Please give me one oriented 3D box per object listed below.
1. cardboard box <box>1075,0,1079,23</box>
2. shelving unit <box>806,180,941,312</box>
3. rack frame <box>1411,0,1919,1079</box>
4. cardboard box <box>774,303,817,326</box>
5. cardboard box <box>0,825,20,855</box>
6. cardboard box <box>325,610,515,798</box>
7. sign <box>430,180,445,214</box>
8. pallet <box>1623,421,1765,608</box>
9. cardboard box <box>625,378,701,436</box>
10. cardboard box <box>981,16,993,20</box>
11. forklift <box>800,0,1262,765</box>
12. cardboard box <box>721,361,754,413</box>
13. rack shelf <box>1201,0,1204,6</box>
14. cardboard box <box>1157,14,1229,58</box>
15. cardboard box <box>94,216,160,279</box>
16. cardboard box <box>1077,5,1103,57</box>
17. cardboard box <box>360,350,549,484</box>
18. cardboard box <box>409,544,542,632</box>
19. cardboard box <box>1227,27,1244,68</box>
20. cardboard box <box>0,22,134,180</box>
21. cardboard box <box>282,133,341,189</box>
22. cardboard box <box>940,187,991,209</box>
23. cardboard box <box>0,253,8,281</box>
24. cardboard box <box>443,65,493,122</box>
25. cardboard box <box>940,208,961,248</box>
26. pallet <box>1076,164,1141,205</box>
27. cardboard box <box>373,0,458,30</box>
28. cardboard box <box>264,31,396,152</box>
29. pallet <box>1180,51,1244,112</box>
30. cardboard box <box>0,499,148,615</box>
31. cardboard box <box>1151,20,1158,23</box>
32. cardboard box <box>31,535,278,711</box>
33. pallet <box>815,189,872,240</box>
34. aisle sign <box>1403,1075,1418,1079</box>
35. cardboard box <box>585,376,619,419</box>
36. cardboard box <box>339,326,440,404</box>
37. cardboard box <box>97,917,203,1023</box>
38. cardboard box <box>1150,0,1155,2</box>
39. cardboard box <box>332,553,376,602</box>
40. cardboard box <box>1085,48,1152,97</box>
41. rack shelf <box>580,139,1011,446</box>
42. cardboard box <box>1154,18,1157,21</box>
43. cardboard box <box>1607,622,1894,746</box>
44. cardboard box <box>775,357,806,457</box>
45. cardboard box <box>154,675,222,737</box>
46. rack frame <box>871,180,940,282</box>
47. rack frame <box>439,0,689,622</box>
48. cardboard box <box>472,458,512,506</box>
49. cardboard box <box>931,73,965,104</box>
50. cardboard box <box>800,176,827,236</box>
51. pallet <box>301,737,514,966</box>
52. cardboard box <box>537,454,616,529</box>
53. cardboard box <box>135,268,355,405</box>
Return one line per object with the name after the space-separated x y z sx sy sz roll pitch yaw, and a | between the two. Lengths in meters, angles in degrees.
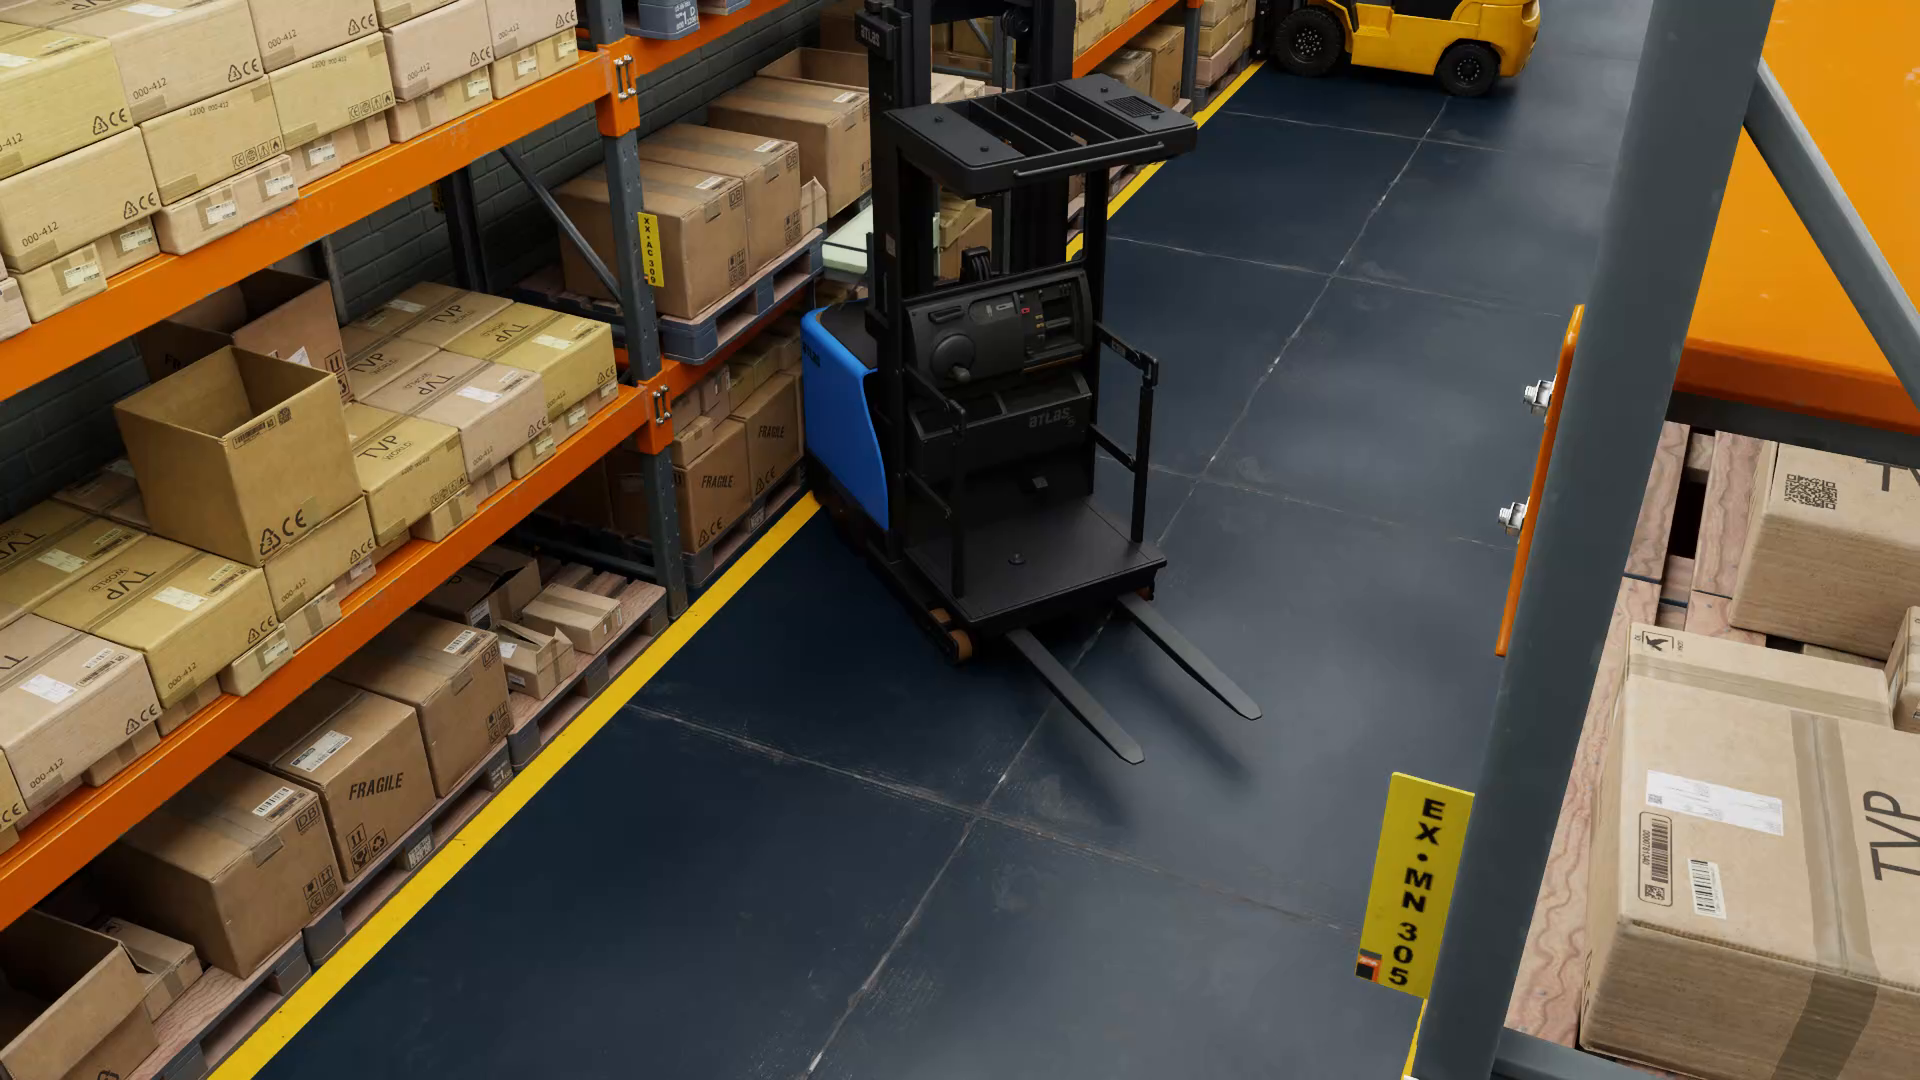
0.469 -3.552 11.113 0.500 0.250 0.500 15 36 22 | cardboard box
-0.451 -1.139 8.989 0.431 1.500 0.755 15 38 21 | shelving unit
1.011 -0.380 1.123 0.949 2.616 0.053 14 36 20 | rack frame
-0.941 -1.184 9.125 0.380 0.149 0.250 15 36 22 | cardboard box
-3.044 0.859 4.933 0.380 0.149 0.250 15 36 22 | cardboard box
-2.326 0.645 6.927 0.700 0.500 0.500 13 35 19 | cardboard box
-2.328 -1.610 7.413 0.100 0.325 0.005 14 36 20 | sign
1.824 -0.070 3.466 1.003 0.211 1.213 14 36 20 | pallet
-1.485 -0.657 8.051 0.380 0.149 0.250 14 36 20 | cardboard box
0.252 -3.396 10.511 0.380 0.149 0.250 15 36 22 | cardboard box
0.297 -0.923 7.485 1.130 2.935 3.031 -16 37 -23 | forklift
-1.288 -0.805 8.547 0.380 0.149 0.250 12 35 18 | cardboard box
2.362 -5.679 15.332 1.077 0.370 4.000 14 36 20 | rack shelf
2.008 -4.389 14.377 0.500 0.250 0.500 14 36 20 | cardboard box
-2.594 -0.893 4.870 0.380 0.149 0.250 14 36 20 | cardboard box
0.683 -3.602 11.644 0.500 0.250 0.500 13 35 19 | cardboard box
-2.010 -0.499 6.641 0.500 0.250 0.500 14 36 21 | cardboard box
-2.313 0.224 7.742 0.500 0.311 0.500 15 36 22 | cardboard box
2.226 -4.431 14.897 0.500 0.250 0.500 13 36 19 | cardboard box
-2.654 -1.198 4.516 0.500 0.250 0.500 14 36 20 | cardboard box
-2.275 -1.275 5.452 0.380 0.149 0.250 15 36 21 | cardboard box
0.125 -2.482 11.582 0.875 0.625 0.625 15 36 22 | cardboard box
-2.868 -0.740 4.273 0.500 0.250 0.500 15 36 21 | cardboard box
-1.930 -1.649 6.023 0.380 0.149 0.250 15 36 22 | cardboard box
-0.211 -1.946 10.288 0.380 0.149 0.250 12 35 18 | cardboard box
0.743 -2.832 12.877 1.003 0.211 1.213 14 36 20 | pallet
-2.019 -1.964 5.683 0.500 0.250 0.500 14 36 20 | cardboard box
-2.229 -1.504 5.439 0.500 0.250 0.500 15 36 21 | cardboard box
1.896 -4.205 14.970 1.003 0.211 1.213 14 36 20 | pallet
-3.116 0.139 5.669 0.500 0.250 0.500 15 36 22 | cardboard box
1.543 -4.508 14.559 0.500 0.250 0.500 13 36 19 | cardboard box
-2.641 0.262 5.480 0.500 0.250 0.500 13 36 20 | cardboard box
-0.958 -1.942 9.151 1.003 0.211 1.213 14 36 20 | pallet
0.703 1.007 2.108 0.394 0.787 0.004 14 36 20 | aisle sign
-1.726 -0.678 7.278 0.380 0.149 0.250 15 36 21 | cardboard box
-2.478 -0.625 6.834 0.500 0.250 0.500 14 36 20 | cardboard box
-2.941 1.523 5.908 0.380 0.149 0.250 13 35 19 | cardboard box
1.346 -4.359 12.799 0.500 0.250 0.500 14 36 20 | cardboard box
-2.388 0.086 6.112 0.380 0.149 0.250 14 36 20 | cardboard box
0.985 -3.520 13.165 0.875 0.625 0.625 14 36 20 | cardboard box
-0.985 -1.695 9.256 1.077 0.370 4.000 14 36 20 | rack shelf
1.555 -4.718 14.422 0.500 0.250 0.500 15 36 21 | cardboard box
1.224 0.291 2.591 0.380 0.149 0.250 11 35 17 | cardboard box
-0.989 -0.834 9.184 0.500 0.500 0.500 13 35 19 | cardboard box
-2.699 0.475 5.519 0.380 0.149 0.250 15 36 21 | cardboard box
-0.292 -1.328 9.259 0.400 1.500 0.023 15 38 21 | rack frame
-1.822 -1.000 7.539 1.000 3.000 0.127 14 36 20 | rack frame
-2.036 -0.284 6.677 0.380 0.149 0.250 15 36 22 | cardboard box
-0.296 -2.505 9.589 0.500 0.250 0.500 12 35 18 | cardboard box
-0.892 -1.723 8.382 0.396 0.266 0.258 16 36 23 | cardboard box
-2.619 1.118 6.853 1.003 0.211 1.213 14 36 20 | pallet
-1.885 -0.443 8.586 0.500 0.500 0.500 14 36 20 | cardboard box
-2.687 -0.694 6.255 0.500 0.500 0.500 13 35 19 | cardboard box
